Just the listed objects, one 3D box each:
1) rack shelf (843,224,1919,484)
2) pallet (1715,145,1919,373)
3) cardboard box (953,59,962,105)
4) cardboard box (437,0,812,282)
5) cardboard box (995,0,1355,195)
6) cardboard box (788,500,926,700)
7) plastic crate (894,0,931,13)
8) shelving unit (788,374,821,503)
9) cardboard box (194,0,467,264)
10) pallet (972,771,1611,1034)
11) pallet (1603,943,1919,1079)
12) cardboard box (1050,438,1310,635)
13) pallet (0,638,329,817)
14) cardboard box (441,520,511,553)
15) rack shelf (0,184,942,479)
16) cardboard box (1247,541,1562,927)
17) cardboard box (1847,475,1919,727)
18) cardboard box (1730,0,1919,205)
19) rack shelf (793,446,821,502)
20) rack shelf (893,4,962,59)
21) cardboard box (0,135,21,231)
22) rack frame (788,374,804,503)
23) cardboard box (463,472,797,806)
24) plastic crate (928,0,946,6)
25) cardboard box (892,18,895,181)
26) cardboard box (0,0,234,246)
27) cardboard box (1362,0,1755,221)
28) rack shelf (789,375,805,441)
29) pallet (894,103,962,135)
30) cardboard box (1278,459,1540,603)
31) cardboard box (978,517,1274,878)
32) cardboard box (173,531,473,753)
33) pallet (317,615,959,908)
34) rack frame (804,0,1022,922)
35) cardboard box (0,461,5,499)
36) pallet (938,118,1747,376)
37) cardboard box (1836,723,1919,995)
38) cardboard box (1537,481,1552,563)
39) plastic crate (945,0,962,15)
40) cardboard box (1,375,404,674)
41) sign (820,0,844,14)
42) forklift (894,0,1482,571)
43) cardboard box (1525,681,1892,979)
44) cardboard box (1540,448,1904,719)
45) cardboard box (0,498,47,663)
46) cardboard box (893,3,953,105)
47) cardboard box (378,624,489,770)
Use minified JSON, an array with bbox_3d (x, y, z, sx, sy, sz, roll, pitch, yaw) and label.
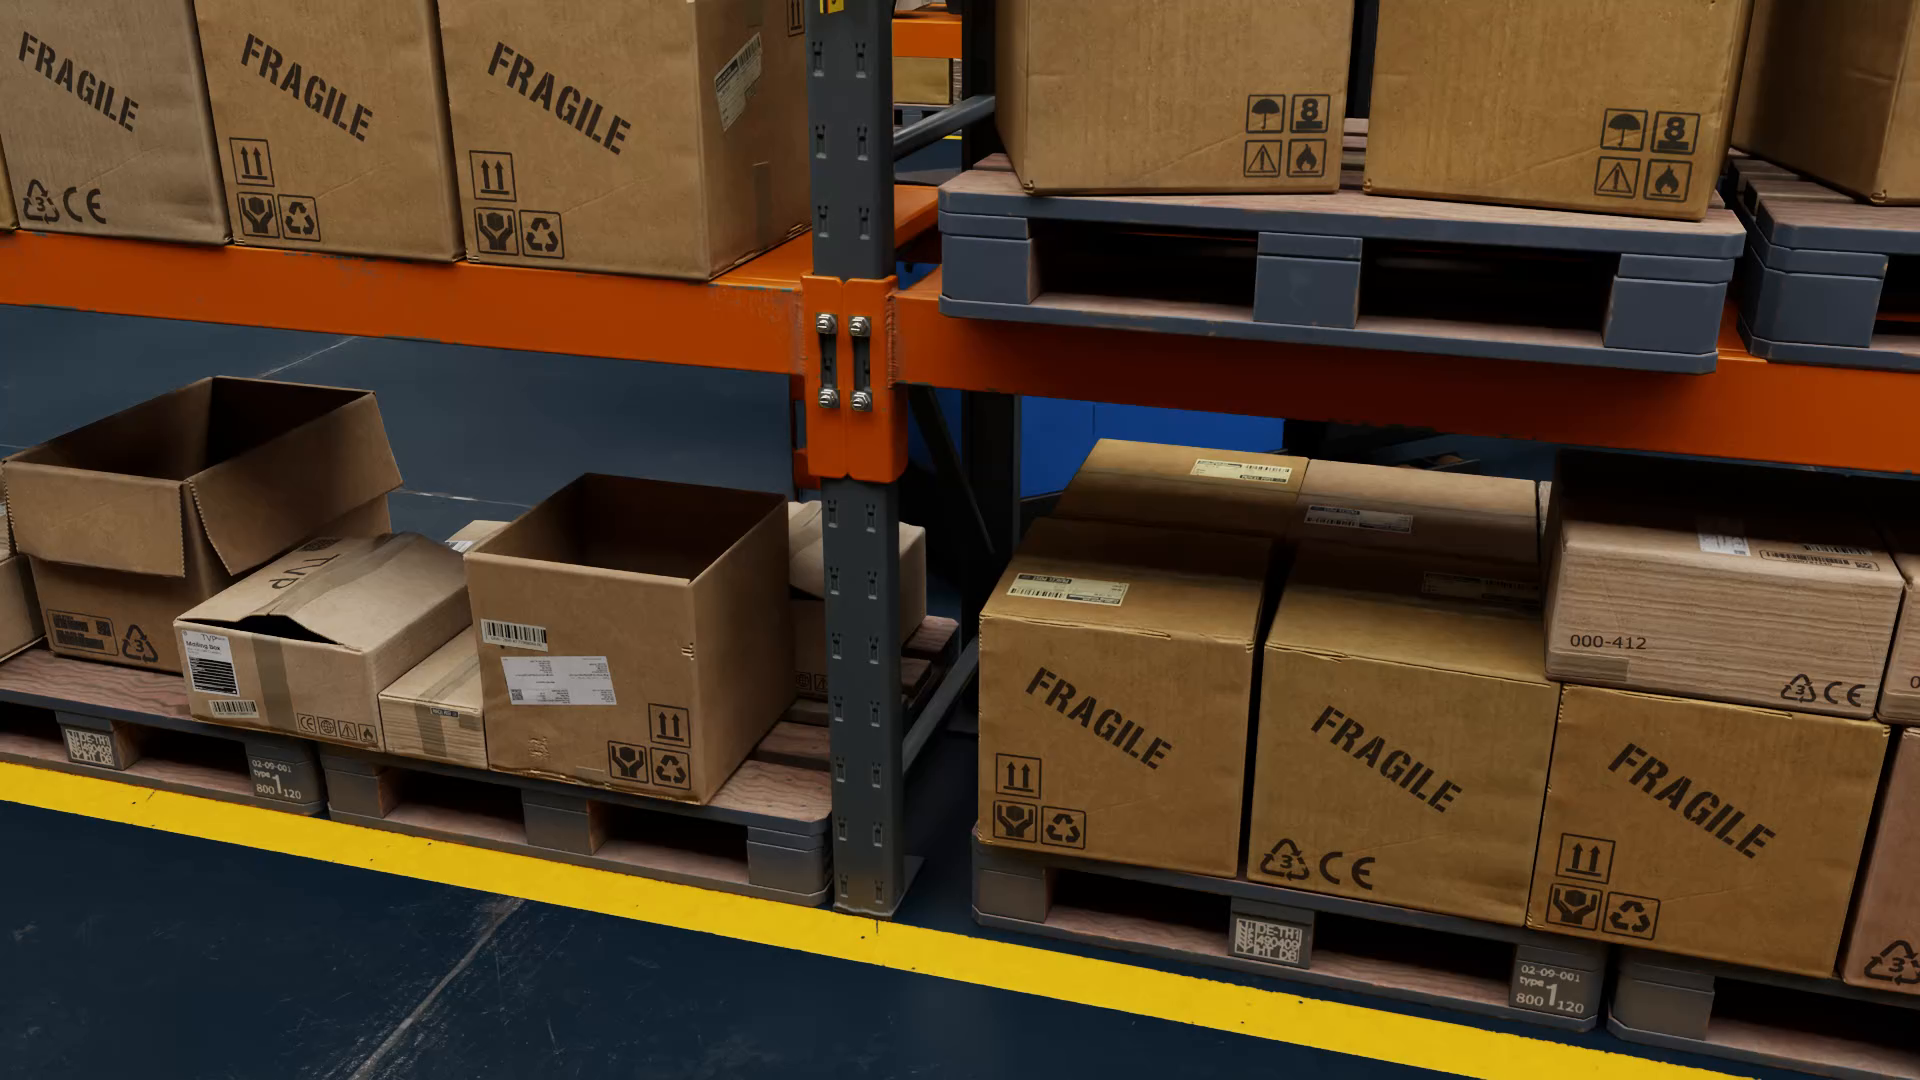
[{"bbox_3d":[1.859,-0.248,2.869,4.000,0.370,1.077,7,23,16],"label":"rack shelf"},{"bbox_3d":[1.911,-0.484,2.750,1.213,0.211,1.003,7,23,16],"label":"pallet"},{"bbox_3d":[0.487,-3.907,13.090,0.875,0.875,0.875,7,23,16],"label":"cardboard box"},{"bbox_3d":[-0.608,-0.808,3.154,0.500,0.500,0.500,7,23,16],"label":"cardboard box"},{"bbox_3d":[0.333,-0.907,2.844,0.500,0.500,0.700,-1,22,-3],"label":"cardboard box"},{"bbox_3d":[-0.395,0.116,3.998,0.500,0.311,0.500,7,23,16],"label":"cardboard box"},{"bbox_3d":[-0.375,-2.586,7.891,0.466,0.136,0.293,7,23,16],"label":"plastic crate"},{"bbox_3d":[-0.350,-0.442,4.965,0.252,1.050,0.215,10,24,24],"label":"shelving unit"},{"bbox_3d":[-1.102,-0.864,3.291,0.500,0.500,0.500,7,23,17],"label":"cardboard box"},{"bbox_3d":[0.734,0.566,3.612,1.213,0.211,1.003,7,23,16],"label":"pallet"},{"bbox_3d":[1.906,0.699,3.288,1.213,0.211,1.003,7,23,16],"label":"pallet"},{"bbox_3d":[0.500,0.103,3.780,0.500,0.500,0.500,6,23,15],"label":"cardboard box"},{"bbox_3d":[-1.884,0.282,4.305,1.213,0.211,1.003,7,23,16],"label":"pallet"},{"bbox_3d":[-1.226,0.092,4.247,0.250,0.166,0.380,7,23,16],"label":"cardboard box"},{"bbox_3d":[-1.970,-0.686,3.938,4.000,0.370,1.077,7,23,16],"label":"rack shelf"},{"bbox_3d":[0.851,0.349,3.180,0.500,0.500,0.500,7,23,16],"label":"cardboard box"},{"bbox_3d":[1.775,0.112,2.770,0.500,0.250,0.500,6,23,14],"label":"cardboard box"},{"bbox_3d":[1.654,-0.869,2.751,0.500,0.500,0.700,1,22,2],"label":"cardboard box"},{"bbox_3d":[-0.350,-0.175,5.074,0.240,0.259,0.215,10,24,24],"label":"rack shelf"},{"bbox_3d":[-0.536,-2.485,8.325,4.000,0.370,1.077,7,23,16],"label":"rack shelf"},{"bbox_3d":[-2.083,-0.974,3.560,0.500,0.500,0.500,7,23,16],"label":"cardboard box"},{"bbox_3d":[-0.460,-0.462,5.014,0.008,1.050,0.200,10,24,24],"label":"rack frame"},{"bbox_3d":[-0.683,0.194,3.559,0.500,0.500,0.500,7,23,16],"label":"cardboard box"},{"bbox_3d":[-0.030,-2.806,8.236,0.530,0.282,0.437,7,23,16],"label":"plastic crate"},{"bbox_3d":[-0.465,-1.001,3.626,0.500,0.500,0.500,7,23,17],"label":"cardboard box"},{"bbox_3d":[-1.595,-0.919,3.426,0.500,0.500,0.500,7,23,17],"label":"cardboard box"},{"bbox_3d":[1.010,-0.855,2.716,0.500,0.500,0.700,10,25,24],"label":"cardboard box"},{"bbox_3d":[-0.350,-0.432,4.969,0.240,0.259,0.215,10,24,24],"label":"rack shelf"},{"bbox_3d":[-0.232,-3.488,13.494,1.213,0.211,1.003,7,23,16],"label":"pallet"},{"bbox_3d":[0.971,0.160,3.640,0.500,0.500,0.500,7,23,16],"label":"cardboard box"},{"bbox_3d":[0.337,0.295,3.313,0.500,0.500,0.500,5,23,13],"label":"cardboard box"},{"bbox_3d":[-1.401,0.199,3.795,0.500,0.311,0.500,7,23,16],"label":"cardboard box"},{"bbox_3d":[-0.713,0.415,3.981,1.213,0.211,1.003,7,23,16],"label":"pallet"},{"bbox_3d":[-0.055,-0.800,3.267,0.127,3.000,1.000,7,23,16],"label":"rack frame"},{"bbox_3d":[-2.392,-0.084,4.567,0.500,0.250,0.500,7,23,16],"label":"cardboard box"},{"bbox_3d":[0.678,-0.584,2.993,1.213,0.211,1.003,7,23,16],"label":"pallet"},{"bbox_3d":[1.811,0.462,2.904,0.500,0.500,0.500,6,23,14],"label":"cardboard box"},{"bbox_3d":[1.451,0.216,3.506,0.500,0.500,0.500,7,23,16],"label":"cardboard box"},{"bbox_3d":[0.230,-2.525,7.756,0.590,0.125,0.437,7,23,16],"label":"plastic crate"},{"bbox_3d":[-1.856,-0.052,4.155,0.637,0.503,0.797,7,23,16],"label":"cardboard box"},{"bbox_3d":[-0.205,-1.002,2.620,0.005,0.325,0.100,7,23,16],"label":"sign"},{"bbox_3d":[1.157,-1.601,5.311,3.031,2.935,1.130,-11,25,-26],"label":"forklift"},{"bbox_3d":[1.327,0.407,3.040,0.500,0.500,0.500,7,23,16],"label":"cardboard box"},{"bbox_3d":[1.295,0.057,2.903,0.500,0.250,0.500,7,23,16],"label":"cardboard box"},{"bbox_3d":[-2.489,0.103,4.111,0.500,0.250,0.500,7,23,16],"label":"cardboard box"},{"bbox_3d":[-0.384,-4.007,13.333,0.875,0.875,0.875,7,23,16],"label":"cardboard box"},{"bbox_3d":[-1.059,0.337,3.673,0.250,0.149,0.380,7,23,16],"label":"cardboard box"}]
